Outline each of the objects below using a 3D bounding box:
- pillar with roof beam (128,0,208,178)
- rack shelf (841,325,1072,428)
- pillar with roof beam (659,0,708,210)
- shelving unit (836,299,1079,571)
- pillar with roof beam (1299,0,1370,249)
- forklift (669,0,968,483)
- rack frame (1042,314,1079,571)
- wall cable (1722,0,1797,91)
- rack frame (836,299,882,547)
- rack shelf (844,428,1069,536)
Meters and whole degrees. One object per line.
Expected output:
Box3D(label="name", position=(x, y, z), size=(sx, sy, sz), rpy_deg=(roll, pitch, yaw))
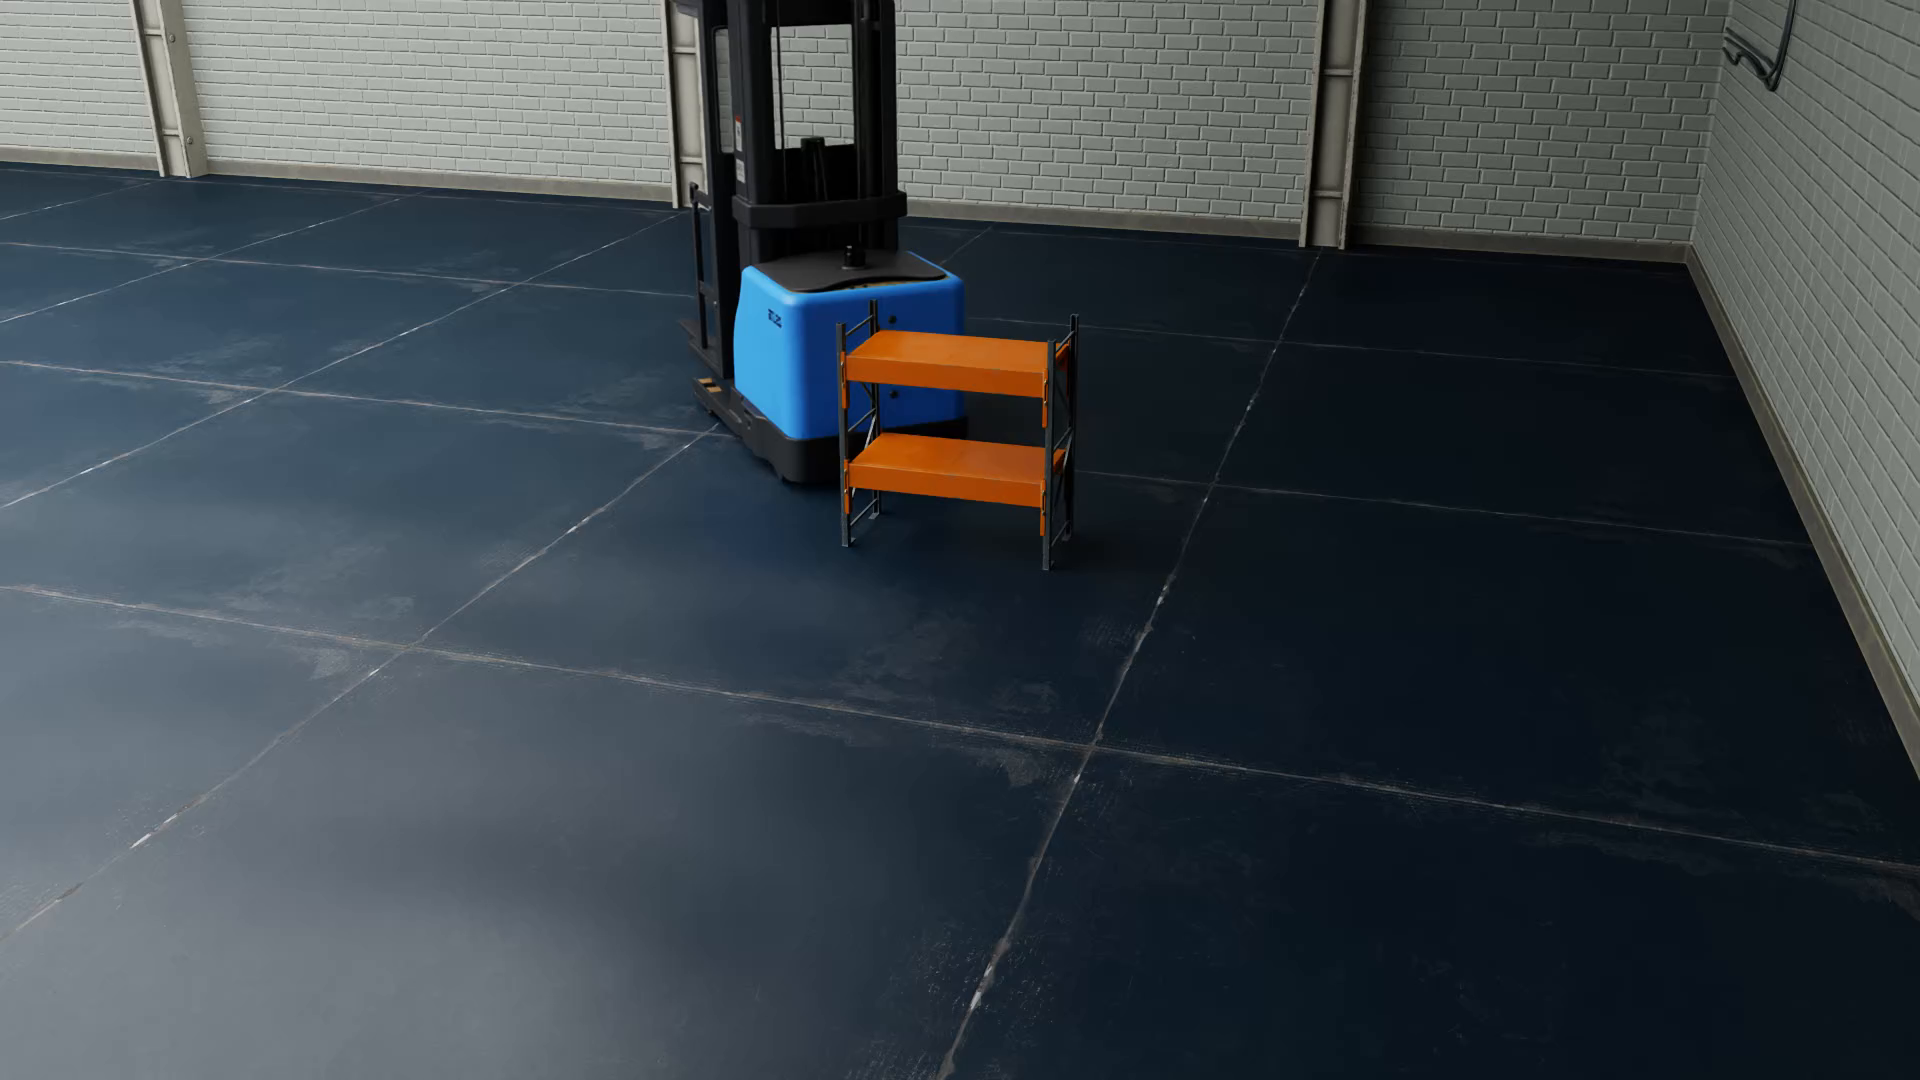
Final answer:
Box3D(label="pillar with roof beam", position=(-9.539, -6.511, 12.285), size=(0.400, 9.000, 9.100), rpy_deg=(7, 23, 16))
Box3D(label="rack shelf", position=(-0.006, -0.792, 7.947), size=(1.000, 0.278, 0.538), rpy_deg=(7, 23, 16))
Box3D(label="pillar with roof beam", position=(-3.795, -5.853, 10.682), size=(0.400, 9.000, 9.100), rpy_deg=(7, 23, 16))
Box3D(label="shelving unit", position=(-0.006, -0.521, 8.058), size=(1.048, 1.125, 0.538), rpy_deg=(7, 23, 16))
Box3D(label="pillar with roof beam", position=(1.949, -5.195, 9.078), size=(0.400, 9.000, 9.100), rpy_deg=(7, 23, 16))
Box3D(label="forklift", position=(-1.011, -2.185, 9.733), size=(1.130, 2.935, 3.031), rpy_deg=(-9, 24, -22))
Box3D(label="rack frame", position=(0.480, -0.465, 7.922), size=(0.032, 1.125, 0.500), rpy_deg=(7, 23, 16))
Box3D(label="wall cable", position=(5.631, -4.519, 11.522), size=(0.112, 2.526, 3.097), rpy_deg=(7, 23, 16))
Box3D(label="rack frame", position=(-0.493, -0.577, 8.194), size=(0.032, 1.125, 0.500), rpy_deg=(7, 23, 16))
Box3D(label="rack shelf", position=(-0.006, -0.295, 8.151), size=(1.000, 0.278, 0.538), rpy_deg=(7, 23, 16))
